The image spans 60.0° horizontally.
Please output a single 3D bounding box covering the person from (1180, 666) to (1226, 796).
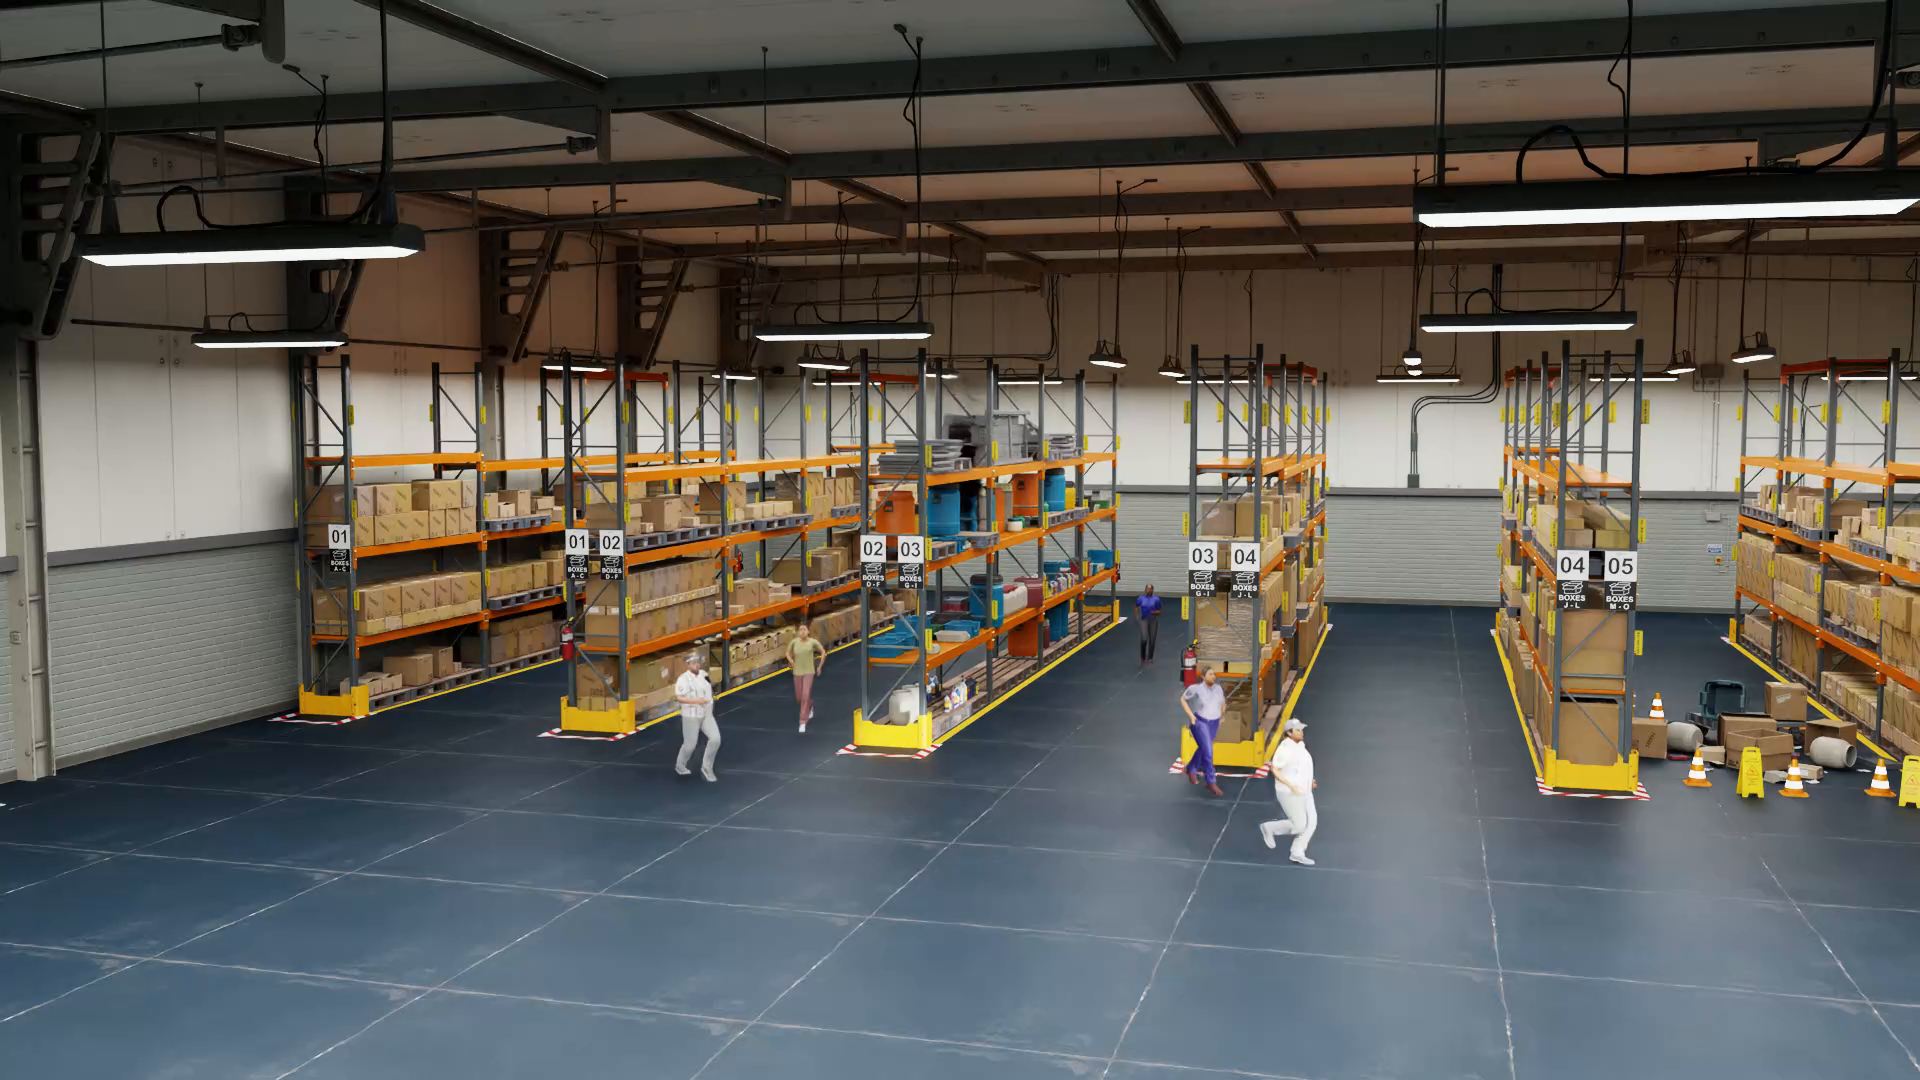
[{"bbox_3d":[3.279,2.491,22.112,0.593,1.657,0.878,-3,5,-33],"label":"person"}]

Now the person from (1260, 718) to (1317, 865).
[{"bbox_3d":[3.704,2.803,18.636,0.607,1.629,0.608,3,5,38],"label":"person"}]

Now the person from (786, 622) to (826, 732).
[{"bbox_3d":[-2.431,2.111,25.982,0.617,1.668,0.780,1,4,11],"label":"person"}]

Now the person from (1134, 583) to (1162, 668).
[{"bbox_3d":[3.742,1.705,33.064,0.542,1.693,0.716,0,4,1],"label":"person"}]

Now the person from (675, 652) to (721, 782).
[{"bbox_3d":[-3.613,2.433,22.864,0.670,1.827,0.767,-4,6,-43],"label":"person"}]
